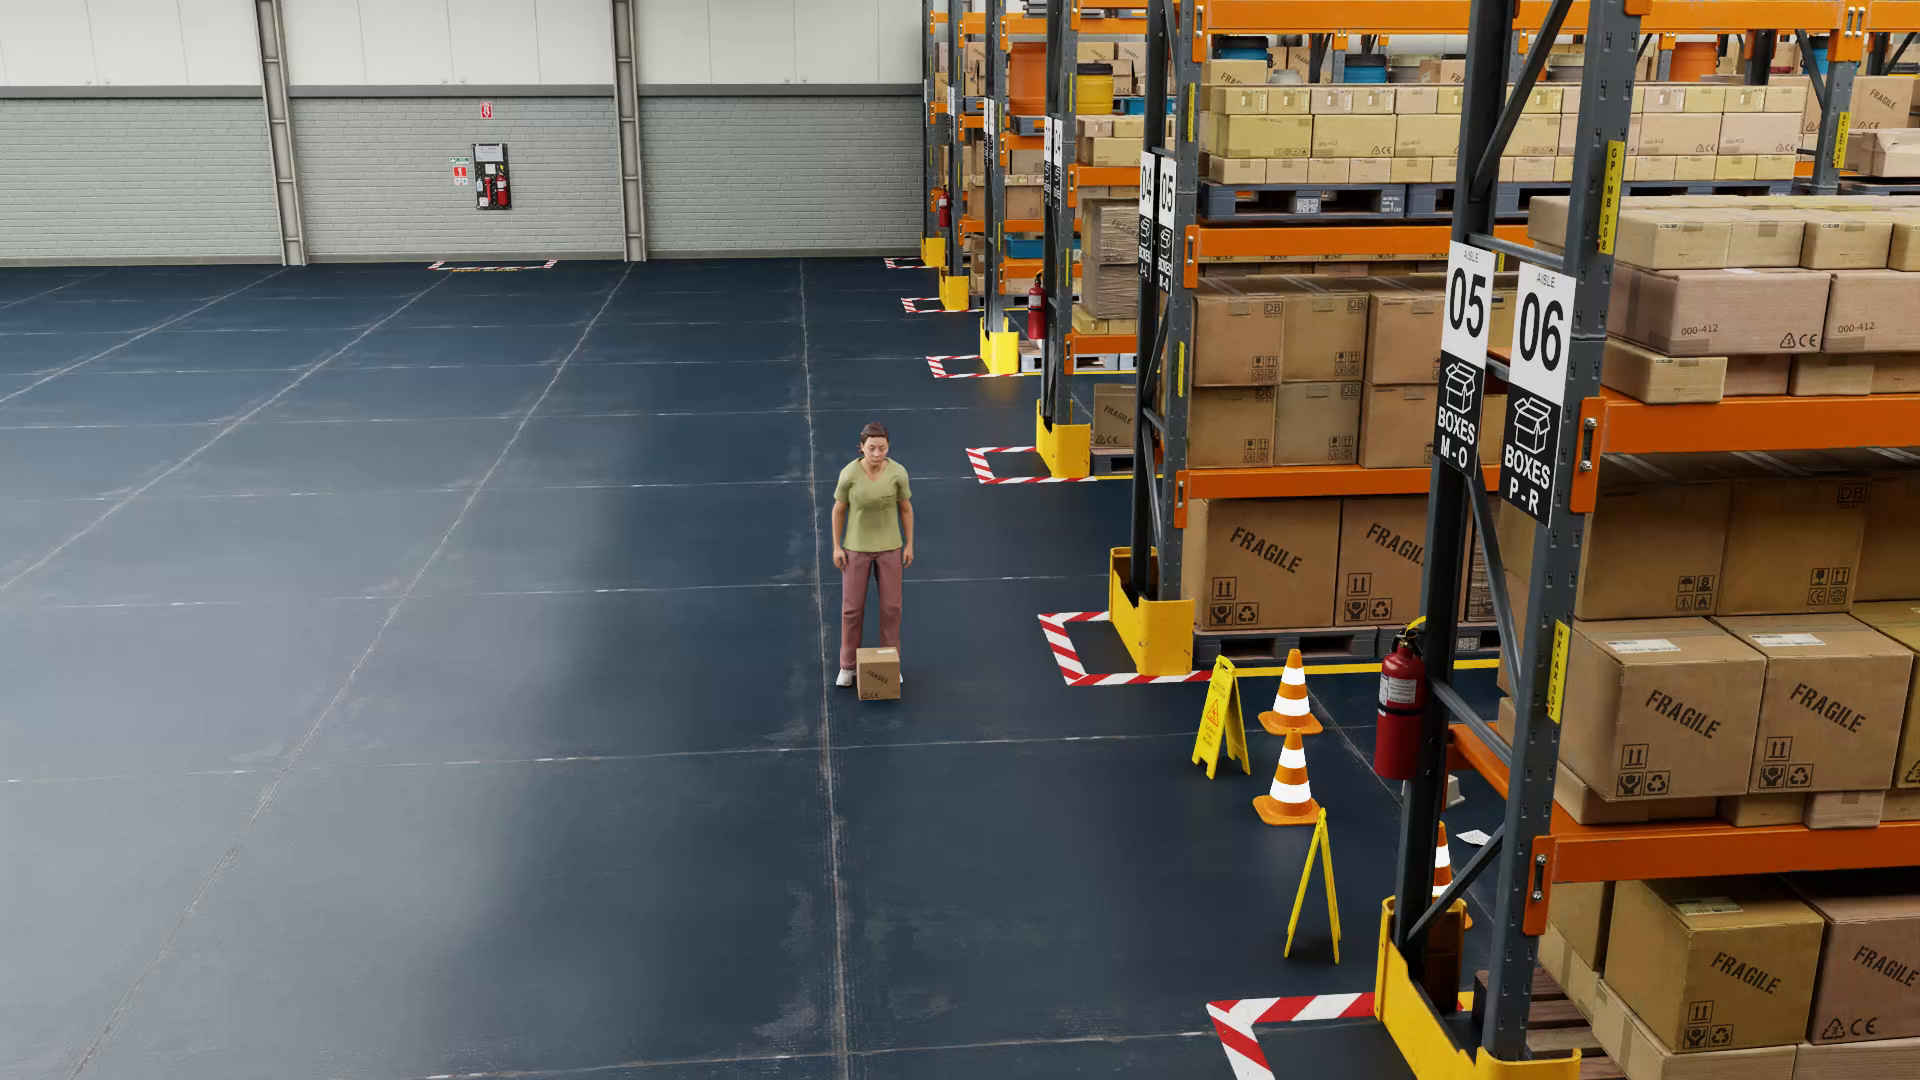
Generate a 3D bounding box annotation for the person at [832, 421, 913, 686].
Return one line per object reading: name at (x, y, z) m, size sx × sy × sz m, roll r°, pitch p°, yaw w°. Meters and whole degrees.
person at (-0.535, 0.075, 10.315) m, size 0.507 × 1.672 × 0.354 m, roll -2°, pitch 17°, yaw -7°
